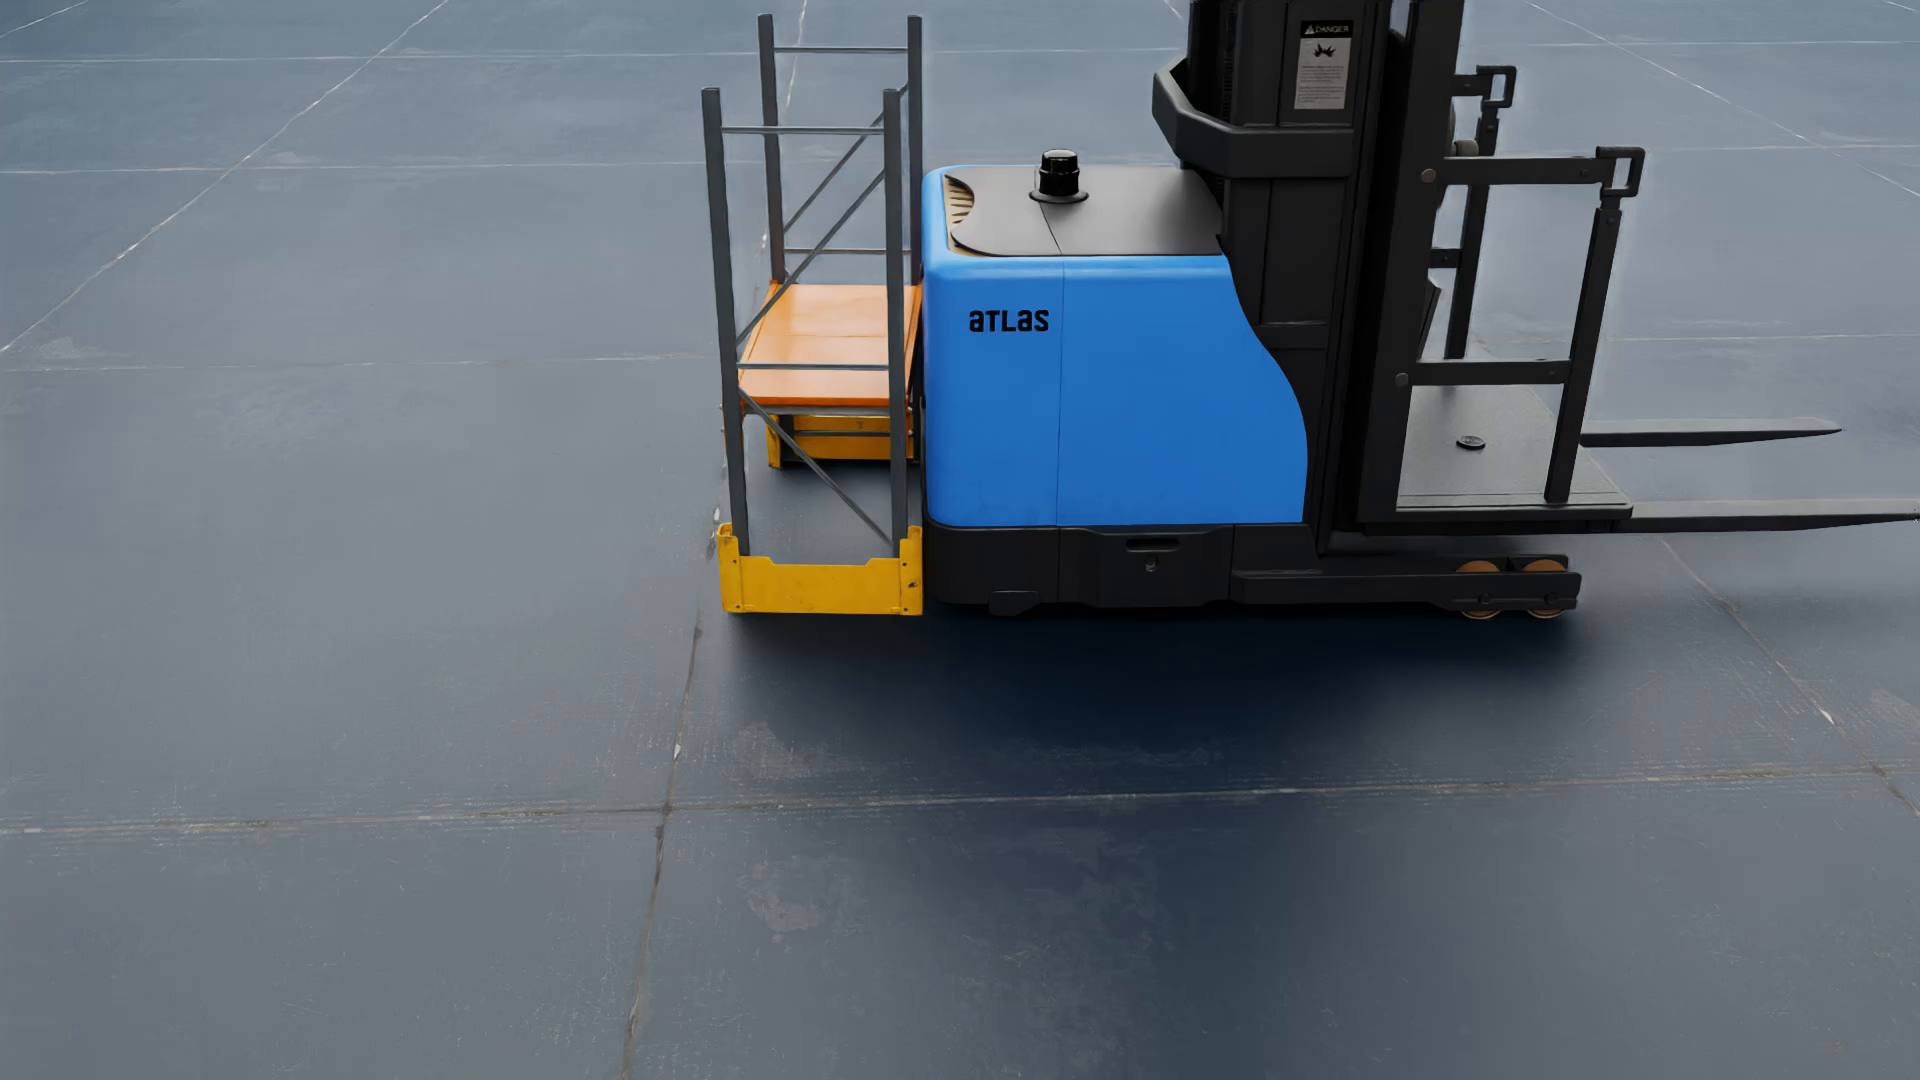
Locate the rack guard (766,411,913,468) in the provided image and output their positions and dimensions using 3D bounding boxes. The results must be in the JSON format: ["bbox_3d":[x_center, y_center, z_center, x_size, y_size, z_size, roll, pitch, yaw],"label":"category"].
[{"bbox_3d":[-0.368,-0.375,5.699,0.587,0.250,0.087,1,28,2],"label":"rack guard"}]

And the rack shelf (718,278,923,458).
[{"bbox_3d":[-0.384,-0.544,5.060,0.538,0.185,1.000,1,28,2],"label":"rack shelf"}]

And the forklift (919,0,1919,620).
[{"bbox_3d":[1.397,-1.315,4.602,3.031,2.935,1.130,-1,28,-2],"label":"forklift"}]

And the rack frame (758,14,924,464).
[{"bbox_3d":[-0.368,-0.939,5.428,0.500,1.500,0.032,1,28,2],"label":"rack frame"}]

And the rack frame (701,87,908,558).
[{"bbox_3d":[-0.400,-0.469,4.527,0.500,1.500,0.032,1,28,2],"label":"rack frame"}]

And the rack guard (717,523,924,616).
[{"bbox_3d":[-0.400,0.085,4.817,0.587,0.250,0.087,1,28,2],"label":"rack guard"}]

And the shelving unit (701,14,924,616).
[{"bbox_3d":[-0.384,-0.699,4.969,0.587,1.500,1.083,1,28,2],"label":"shelving unit"}]
